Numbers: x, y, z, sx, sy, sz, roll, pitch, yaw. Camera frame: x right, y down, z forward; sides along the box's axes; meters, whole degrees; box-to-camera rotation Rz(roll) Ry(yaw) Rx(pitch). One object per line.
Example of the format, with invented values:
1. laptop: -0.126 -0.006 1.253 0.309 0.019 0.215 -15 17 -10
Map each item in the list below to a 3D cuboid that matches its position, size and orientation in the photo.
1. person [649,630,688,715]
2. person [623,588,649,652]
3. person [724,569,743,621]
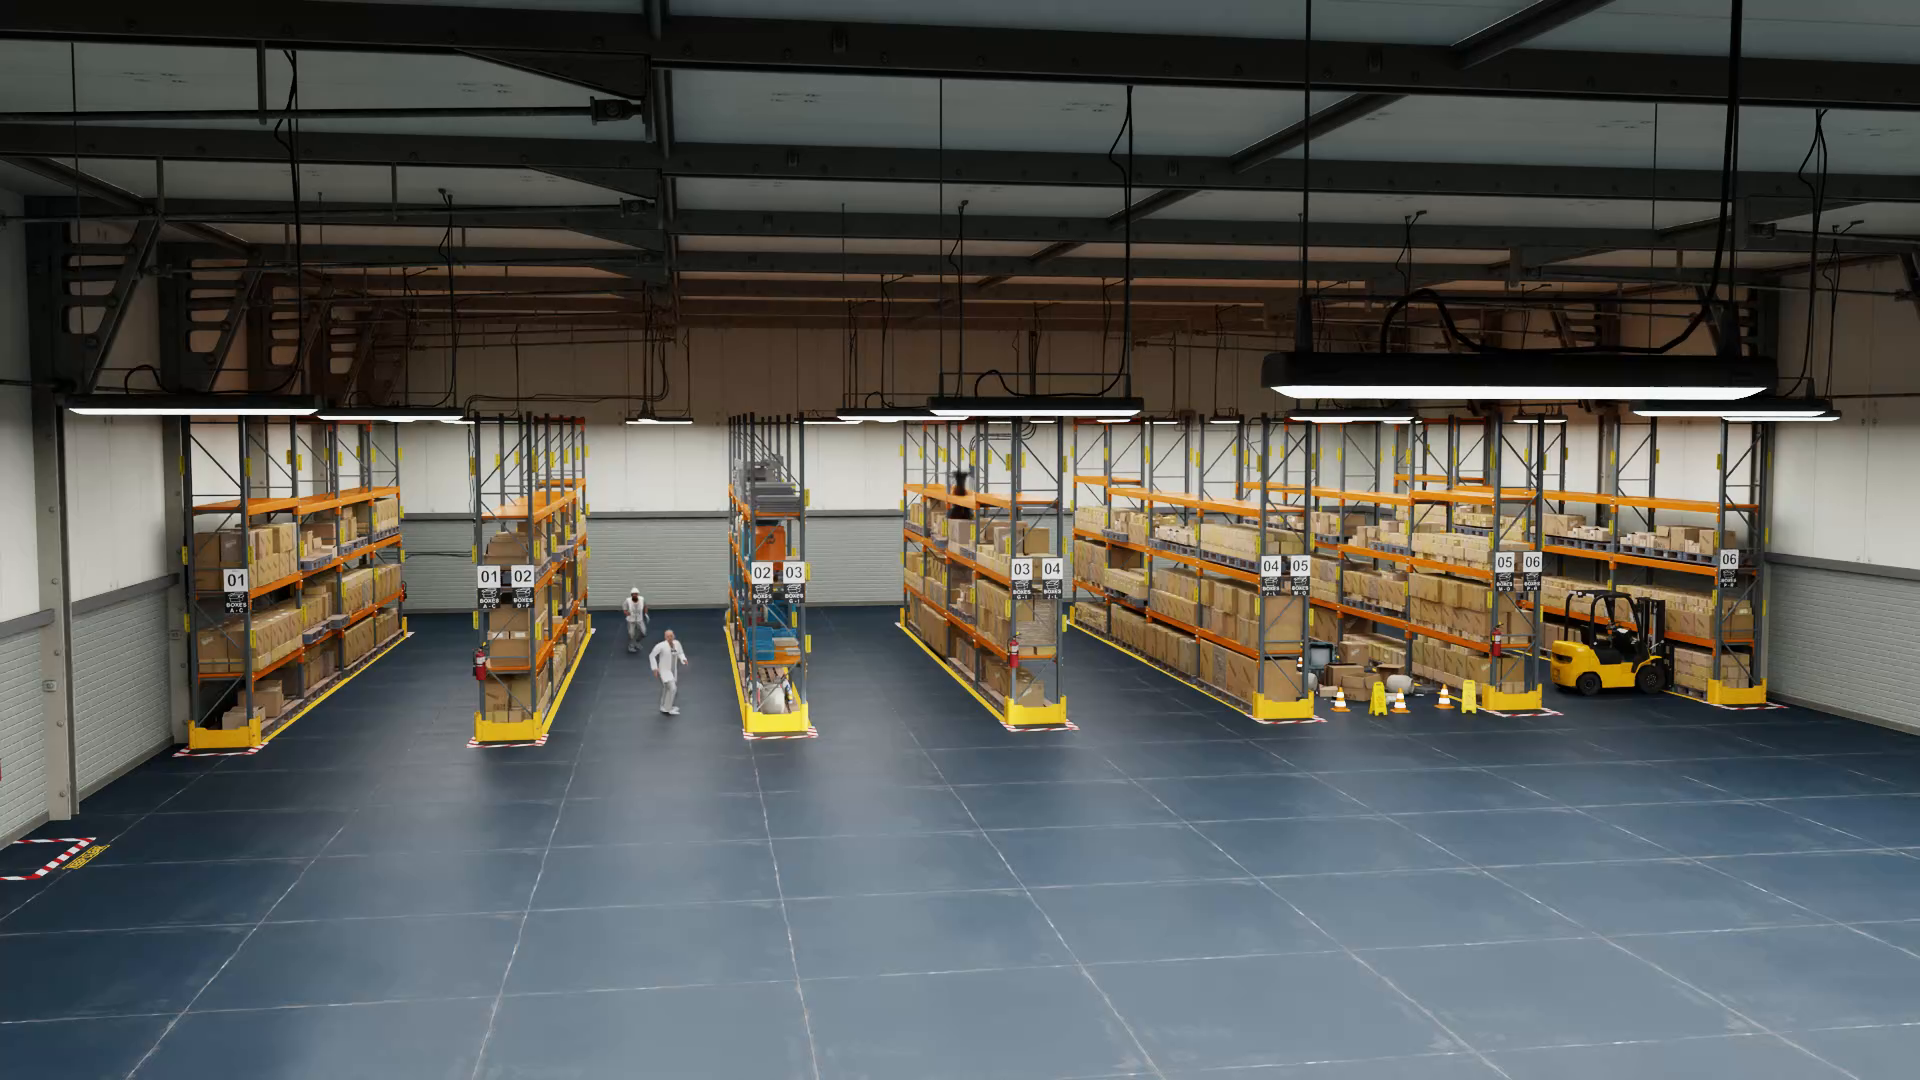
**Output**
1. person: -5.780 2.642 33.184 0.861 1.738 0.705 2 5 30
2. person: -8.191 2.033 42.055 0.712 1.670 0.807 -2 4 -25
3. person: -6.377 1.588 48.128 0.875 1.762 0.622 -1 4 -18
